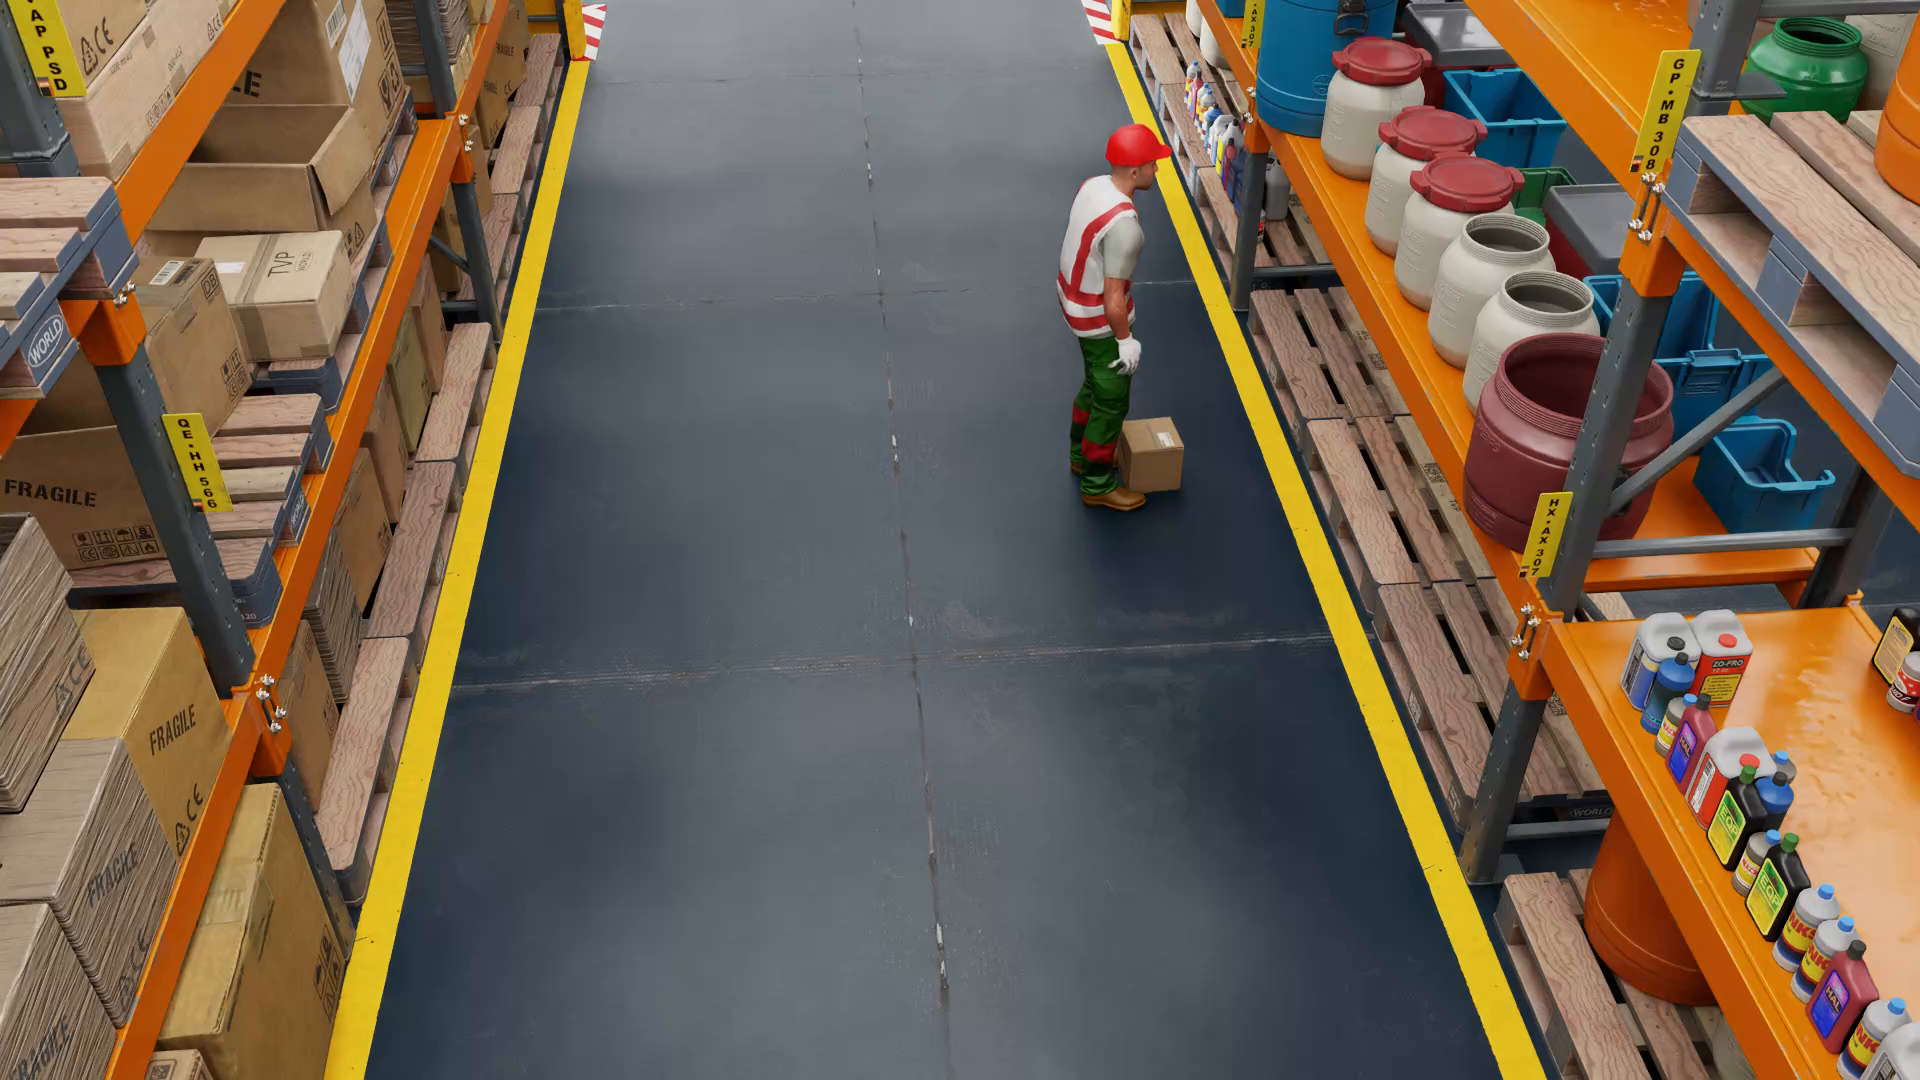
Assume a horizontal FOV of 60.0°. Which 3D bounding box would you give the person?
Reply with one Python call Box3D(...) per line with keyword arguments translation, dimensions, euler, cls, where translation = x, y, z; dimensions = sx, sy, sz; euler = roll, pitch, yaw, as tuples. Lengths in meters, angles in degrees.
Box3D(translation=(0.666, -0.991, 7.376), dimensions=(0.452, 1.779, 0.618), euler=(-5, 39, -7), cls="person")
